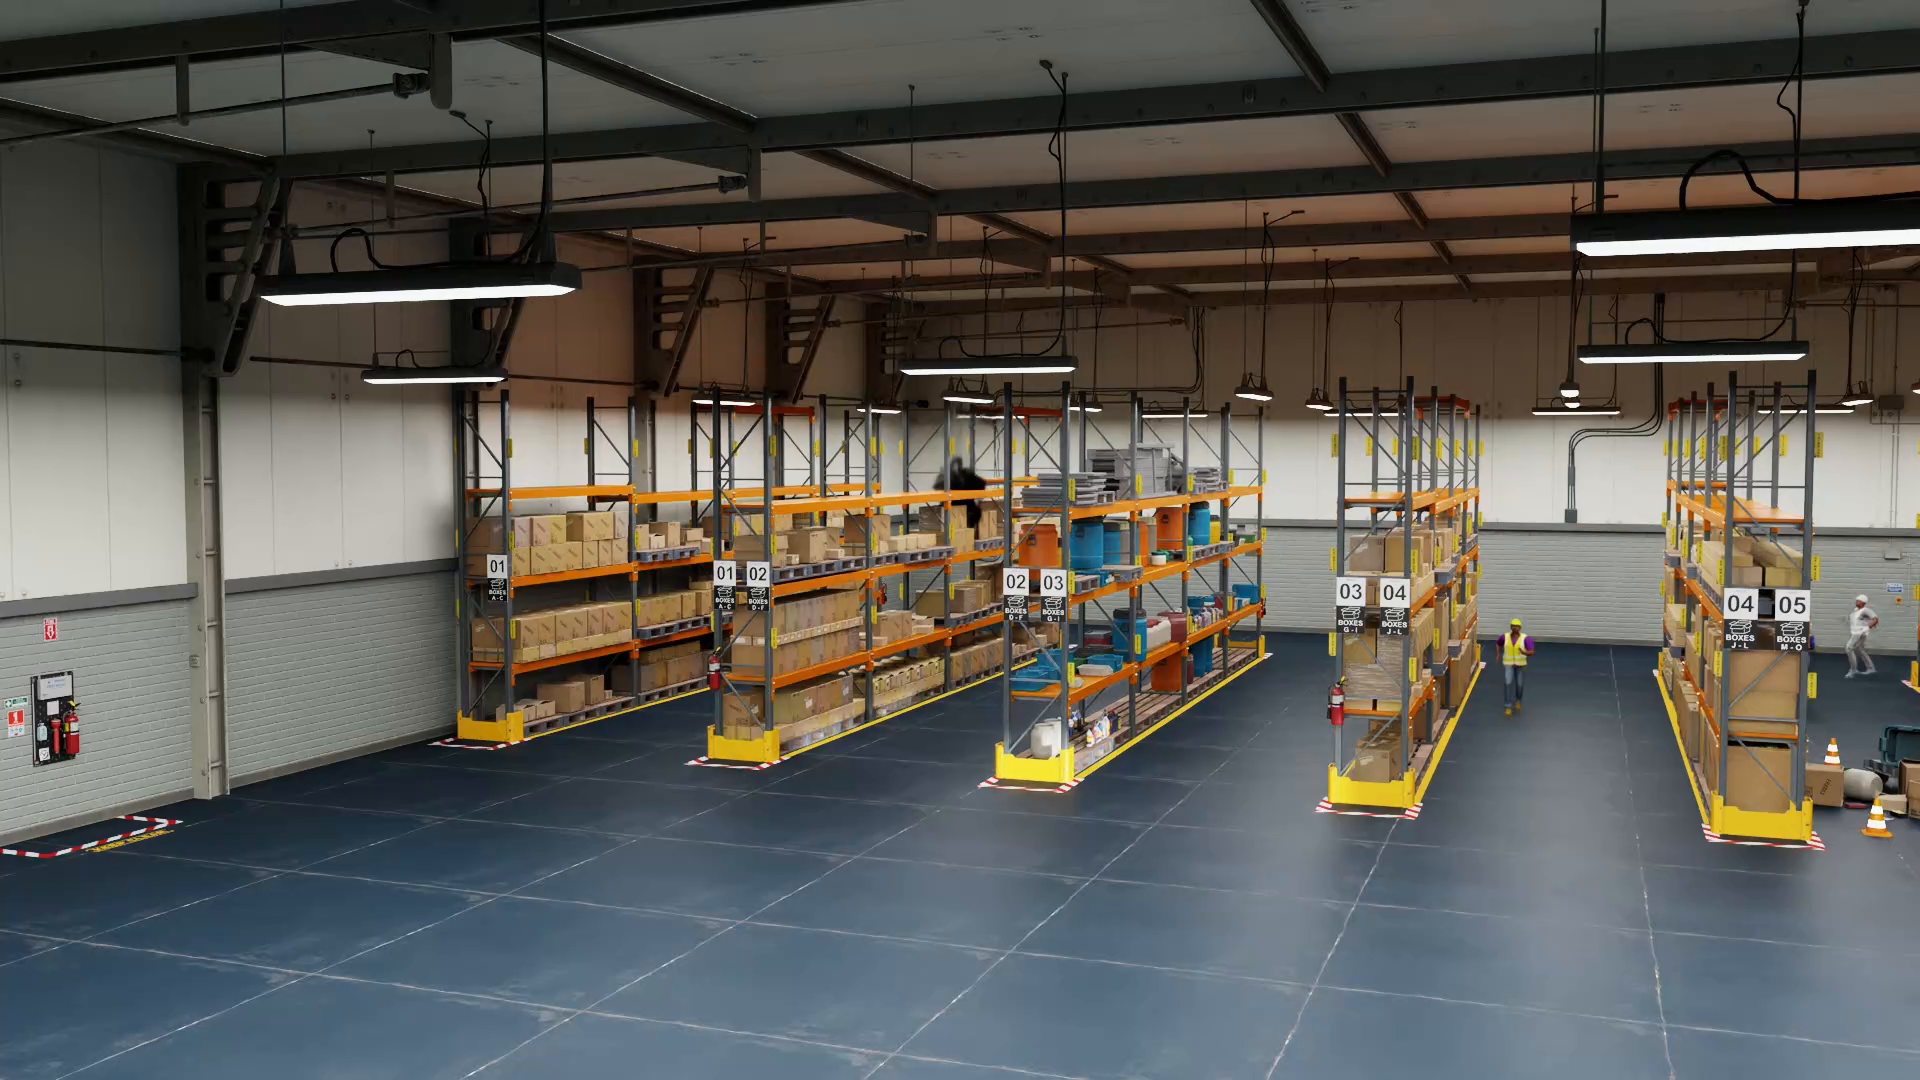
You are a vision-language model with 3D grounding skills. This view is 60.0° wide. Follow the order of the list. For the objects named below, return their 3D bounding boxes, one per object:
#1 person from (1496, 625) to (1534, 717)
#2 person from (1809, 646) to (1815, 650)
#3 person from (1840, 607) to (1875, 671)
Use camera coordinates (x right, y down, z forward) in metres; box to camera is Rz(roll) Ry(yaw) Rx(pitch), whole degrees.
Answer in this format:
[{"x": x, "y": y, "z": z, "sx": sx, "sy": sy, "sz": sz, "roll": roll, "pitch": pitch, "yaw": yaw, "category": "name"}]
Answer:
[{"x": 10.423, "y": 2.389, "z": 31.249, "sx": 0.692, "sy": 1.741, "sz": 0.922, "roll": 1, "pitch": 3, "yaw": 20, "category": "person"}, {"x": 16.442, "y": 1.943, "z": 32.571, "sx": 0.555, "sy": 0.790, "sz": 0.611, "roll": 1, "pitch": 3, "yaw": 13, "category": "person"}, {"x": 19.608, "y": 2.159, "z": 36.287, "sx": 0.717, "sy": 1.395, "sz": 0.535, "roll": 1, "pitch": 3, "yaw": 17, "category": "person"}]
